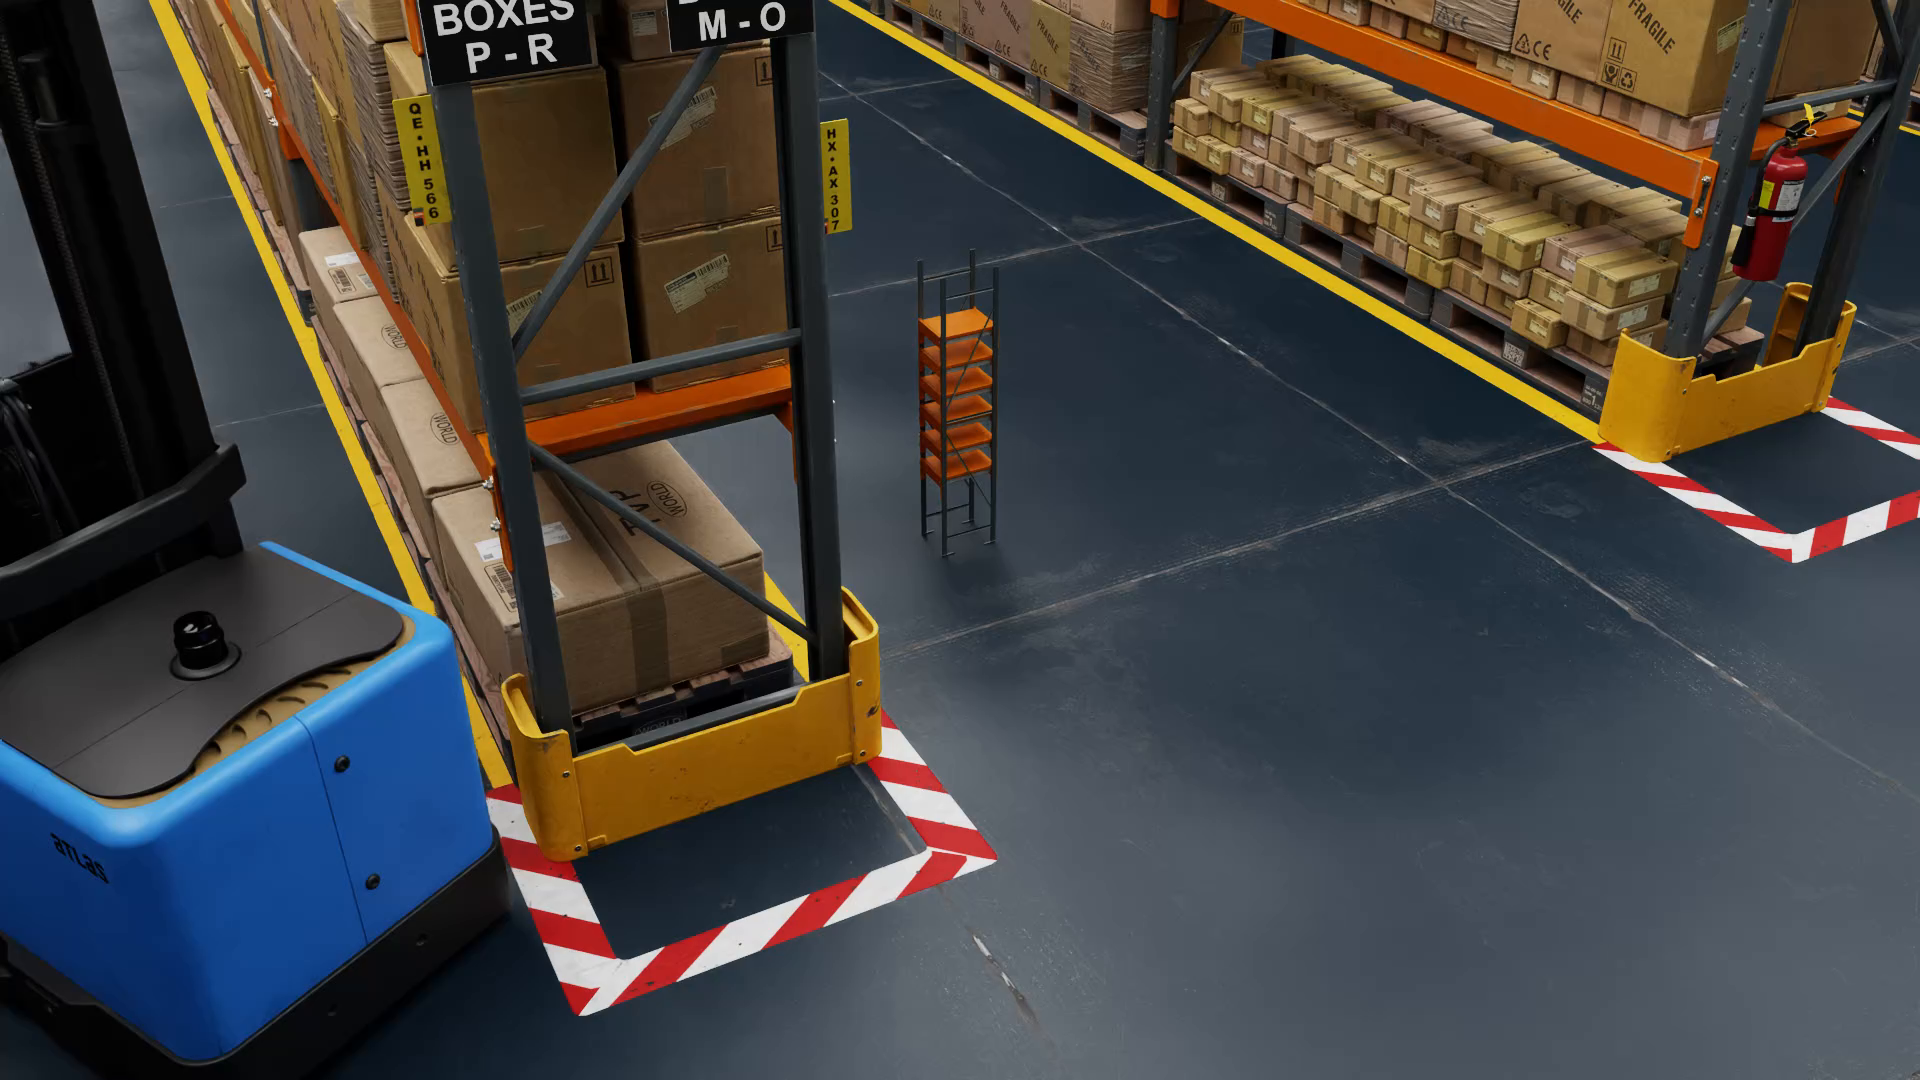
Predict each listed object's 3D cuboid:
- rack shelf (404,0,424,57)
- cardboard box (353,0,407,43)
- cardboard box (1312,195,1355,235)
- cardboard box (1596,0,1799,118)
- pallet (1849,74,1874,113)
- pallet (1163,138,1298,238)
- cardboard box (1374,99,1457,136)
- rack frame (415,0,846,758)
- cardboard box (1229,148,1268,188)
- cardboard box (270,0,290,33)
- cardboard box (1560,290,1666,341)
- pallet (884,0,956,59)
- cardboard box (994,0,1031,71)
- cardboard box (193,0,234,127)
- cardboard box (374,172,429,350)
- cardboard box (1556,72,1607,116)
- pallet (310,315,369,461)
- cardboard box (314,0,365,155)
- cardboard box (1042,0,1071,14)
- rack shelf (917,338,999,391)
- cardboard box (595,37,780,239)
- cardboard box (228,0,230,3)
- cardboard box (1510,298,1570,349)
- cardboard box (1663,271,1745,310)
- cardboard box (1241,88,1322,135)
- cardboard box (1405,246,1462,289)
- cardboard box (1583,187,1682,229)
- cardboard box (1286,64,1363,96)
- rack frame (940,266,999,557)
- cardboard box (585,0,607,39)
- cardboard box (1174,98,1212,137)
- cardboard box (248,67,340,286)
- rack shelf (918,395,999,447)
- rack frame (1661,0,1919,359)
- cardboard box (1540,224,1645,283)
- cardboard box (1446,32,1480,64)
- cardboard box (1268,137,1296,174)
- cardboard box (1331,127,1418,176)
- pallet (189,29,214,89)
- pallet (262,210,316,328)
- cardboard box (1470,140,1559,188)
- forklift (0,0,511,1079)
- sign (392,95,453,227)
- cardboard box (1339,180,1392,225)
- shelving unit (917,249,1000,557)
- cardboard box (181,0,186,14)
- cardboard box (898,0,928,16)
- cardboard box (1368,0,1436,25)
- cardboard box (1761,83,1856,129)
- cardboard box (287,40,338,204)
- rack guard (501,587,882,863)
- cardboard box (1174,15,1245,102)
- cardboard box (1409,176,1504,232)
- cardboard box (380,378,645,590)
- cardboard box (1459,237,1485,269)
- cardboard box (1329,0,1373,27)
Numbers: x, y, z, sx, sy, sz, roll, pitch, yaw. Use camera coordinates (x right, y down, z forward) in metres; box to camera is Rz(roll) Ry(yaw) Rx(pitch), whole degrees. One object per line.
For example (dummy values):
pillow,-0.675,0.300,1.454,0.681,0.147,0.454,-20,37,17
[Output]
rack shelf,-1.782,-2.401,5.603,1.077,0.370,4.000,-16,36,-23
cardboard box,-1.528,-1.560,4.784,0.380,0.149,0.250,-16,36,-24
cardboard box,2.144,-1.801,9.034,0.380,0.149,0.250,-17,36,-24
cardboard box,3.045,-2.096,6.873,0.500,0.500,0.500,-15,36,-22
pallet,6.338,-3.331,11.753,1.003,0.211,1.213,-16,36,-23
pallet,1.962,-2.202,9.992,1.003,0.211,1.213,-16,36,-23
cardboard box,2.550,-2.332,9.312,0.380,0.149,0.250,-18,37,-25
rack frame,-0.850,-0.486,4.728,1.000,3.000,0.127,-16,36,-23
cardboard box,1.789,-2.177,9.621,0.380,0.149,0.250,-16,36,-23
cardboard box,-2.477,-2.327,6.582,0.500,0.500,0.500,-16,36,-24
cardboard box,2.984,-1.061,7.603,0.380,0.149,0.250,-17,36,-24
pallet,0.115,-4.050,12.875,1.003,0.211,1.213,-16,36,-23
cardboard box,0.575,-3.593,11.506,0.500,0.500,0.500,-17,36,-24
cardboard box,-4.331,-3.235,10.600,0.875,0.875,0.875,-16,36,-24
cardboard box,-1.529,-0.935,5.336,0.500,0.500,0.500,-17,36,-24
cardboard box,2.867,-2.002,7.327,0.380,0.149,0.250,-16,36,-24
pallet,-2.429,-0.838,7.863,1.003,0.211,1.213,-16,36,-23
cardboard box,-1.782,-1.598,5.444,0.500,0.500,0.500,-16,36,-23
cardboard box,0.819,-3.669,10.929,0.500,0.250,0.500,-14,35,-21
rack shelf,-0.007,-0.677,6.332,0.258,0.103,0.180,-16,36,-23
cardboard box,-0.821,-1.250,4.901,0.500,0.500,0.500,-17,36,-24
cardboard box,-3.602,-2.971,8.746,0.500,0.250,0.500,-17,36,-24
cardboard box,2.843,-1.052,7.864,0.380,0.149,0.250,-15,35,-22
cardboard box,3.465,-1.196,7.813,0.380,0.149,0.250,-14,35,-21
cardboard box,1.832,-2.444,9.486,0.380,0.149,0.250,-16,36,-24
cardboard box,2.495,-1.420,8.439,0.380,0.149,0.250,-18,37,-25
cardboard box,3.300,-1.595,8.162,0.380,0.149,0.250,-16,36,-23
cardboard box,2.168,-2.699,9.884,0.380,0.149,0.250,-15,36,-23
rack frame,0.036,-0.468,6.369,0.240,1.200,0.006,-16,36,-23
cardboard box,-0.955,-1.568,4.797,0.380,0.149,0.250,-15,36,-22
cardboard box,1.503,-2.536,9.906,0.380,0.149,0.250,-14,35,-21
cardboard box,-3.074,-1.953,8.598,0.875,0.875,0.875,-15,35,-22
rack shelf,-0.007,-0.475,6.461,0.258,0.103,0.180,-16,36,-23
rack frame,3.482,-1.779,6.747,1.000,3.000,0.127,-16,36,-23
cardboard box,2.945,-1.329,7.746,0.380,0.149,0.250,-15,36,-22
cardboard box,2.558,-2.395,7.940,0.380,0.149,0.250,-17,37,-25
cardboard box,1.969,-2.201,9.383,0.380,0.149,0.250,-18,37,-25
cardboard box,2.220,-2.074,8.908,0.380,0.149,0.250,-17,37,-25
pallet,-4.943,-3.503,12.022,1.003,0.211,1.213,-16,36,-23
pallet,-3.141,-1.570,9.005,1.003,0.211,1.213,-16,36,-23
cardboard box,2.908,-1.965,8.738,0.380,0.149,0.250,-15,36,-22
forklift,-2.847,-0.328,4.545,3.031,2.935,1.130,20,37,28
sign,-1.336,-0.943,4.149,0.100,0.325,0.005,-16,36,-23
cardboard box,2.231,-1.804,8.763,0.380,0.149,0.250,-15,36,-23
shelving unit,-0.007,-0.512,6.437,0.258,1.200,0.189,-16,36,-23
cardboard box,-5.534,-4.360,12.821,0.950,0.372,0.625,-15,35,-22
cardboard box,-0.143,-4.320,12.640,0.500,0.500,0.500,-17,37,-25
cardboard box,2.341,-2.823,8.008,0.500,0.500,0.500,-14,35,-21
cardboard box,3.621,-1.910,7.184,0.380,0.149,0.250,-16,36,-23
cardboard box,-2.270,-1.667,6.479,0.500,0.500,0.500,-16,36,-23
rack guard,-0.838,0.578,5.384,1.175,0.500,0.348,-16,36,-23
cardboard box,1.507,-3.232,10.942,0.500,0.500,0.500,-14,35,-21
cardboard box,2.473,-1.675,8.285,0.380,0.149,0.250,-15,35,-21
cardboard box,-1.680,-0.308,6.437,0.875,0.438,0.875,-15,36,-22
cardboard box,2.706,-1.463,8.230,0.380,0.149,0.250,-16,36,-24
cardboard box,2.117,-2.749,8.493,0.380,0.149,0.250,-14,35,-21
